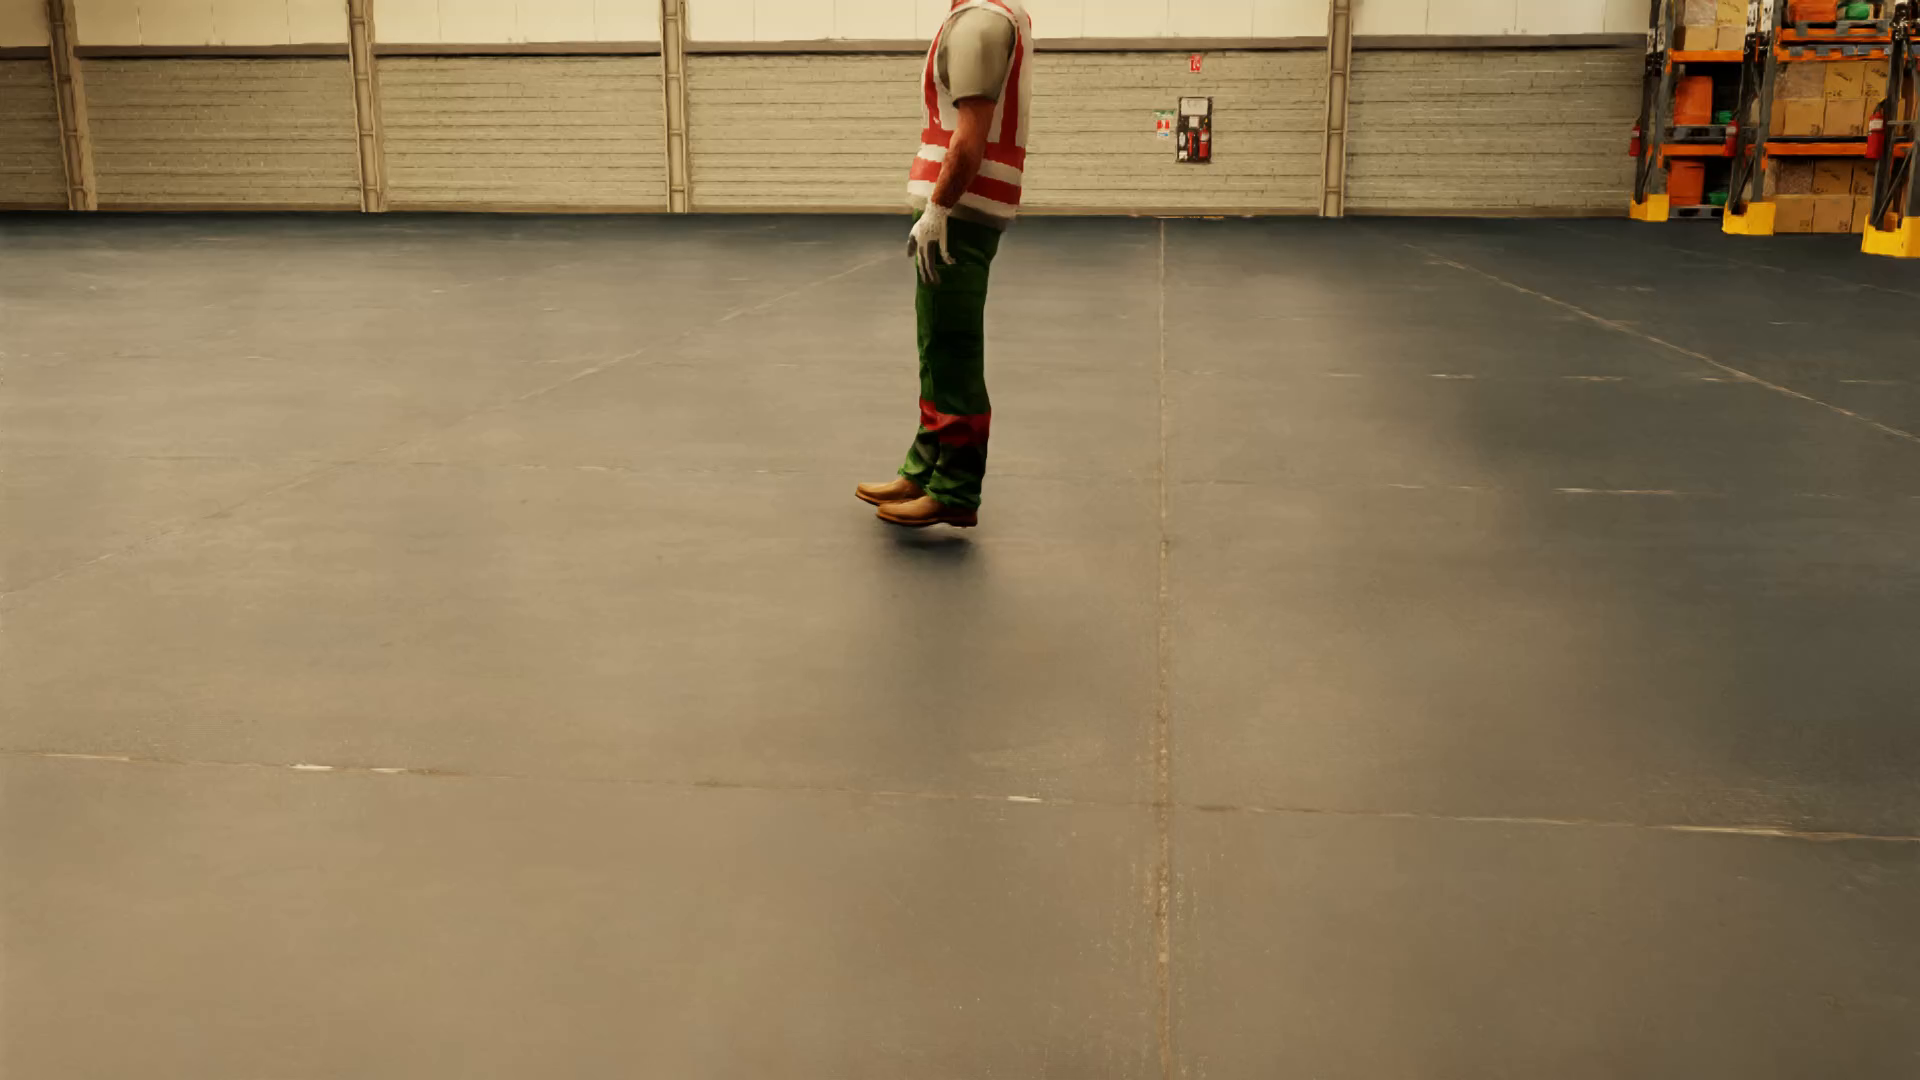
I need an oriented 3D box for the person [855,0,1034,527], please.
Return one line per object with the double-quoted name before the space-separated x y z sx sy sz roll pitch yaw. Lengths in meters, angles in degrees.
"person" -0.078 -0.921 4.752 0.563 1.787 0.637 2 13 7
